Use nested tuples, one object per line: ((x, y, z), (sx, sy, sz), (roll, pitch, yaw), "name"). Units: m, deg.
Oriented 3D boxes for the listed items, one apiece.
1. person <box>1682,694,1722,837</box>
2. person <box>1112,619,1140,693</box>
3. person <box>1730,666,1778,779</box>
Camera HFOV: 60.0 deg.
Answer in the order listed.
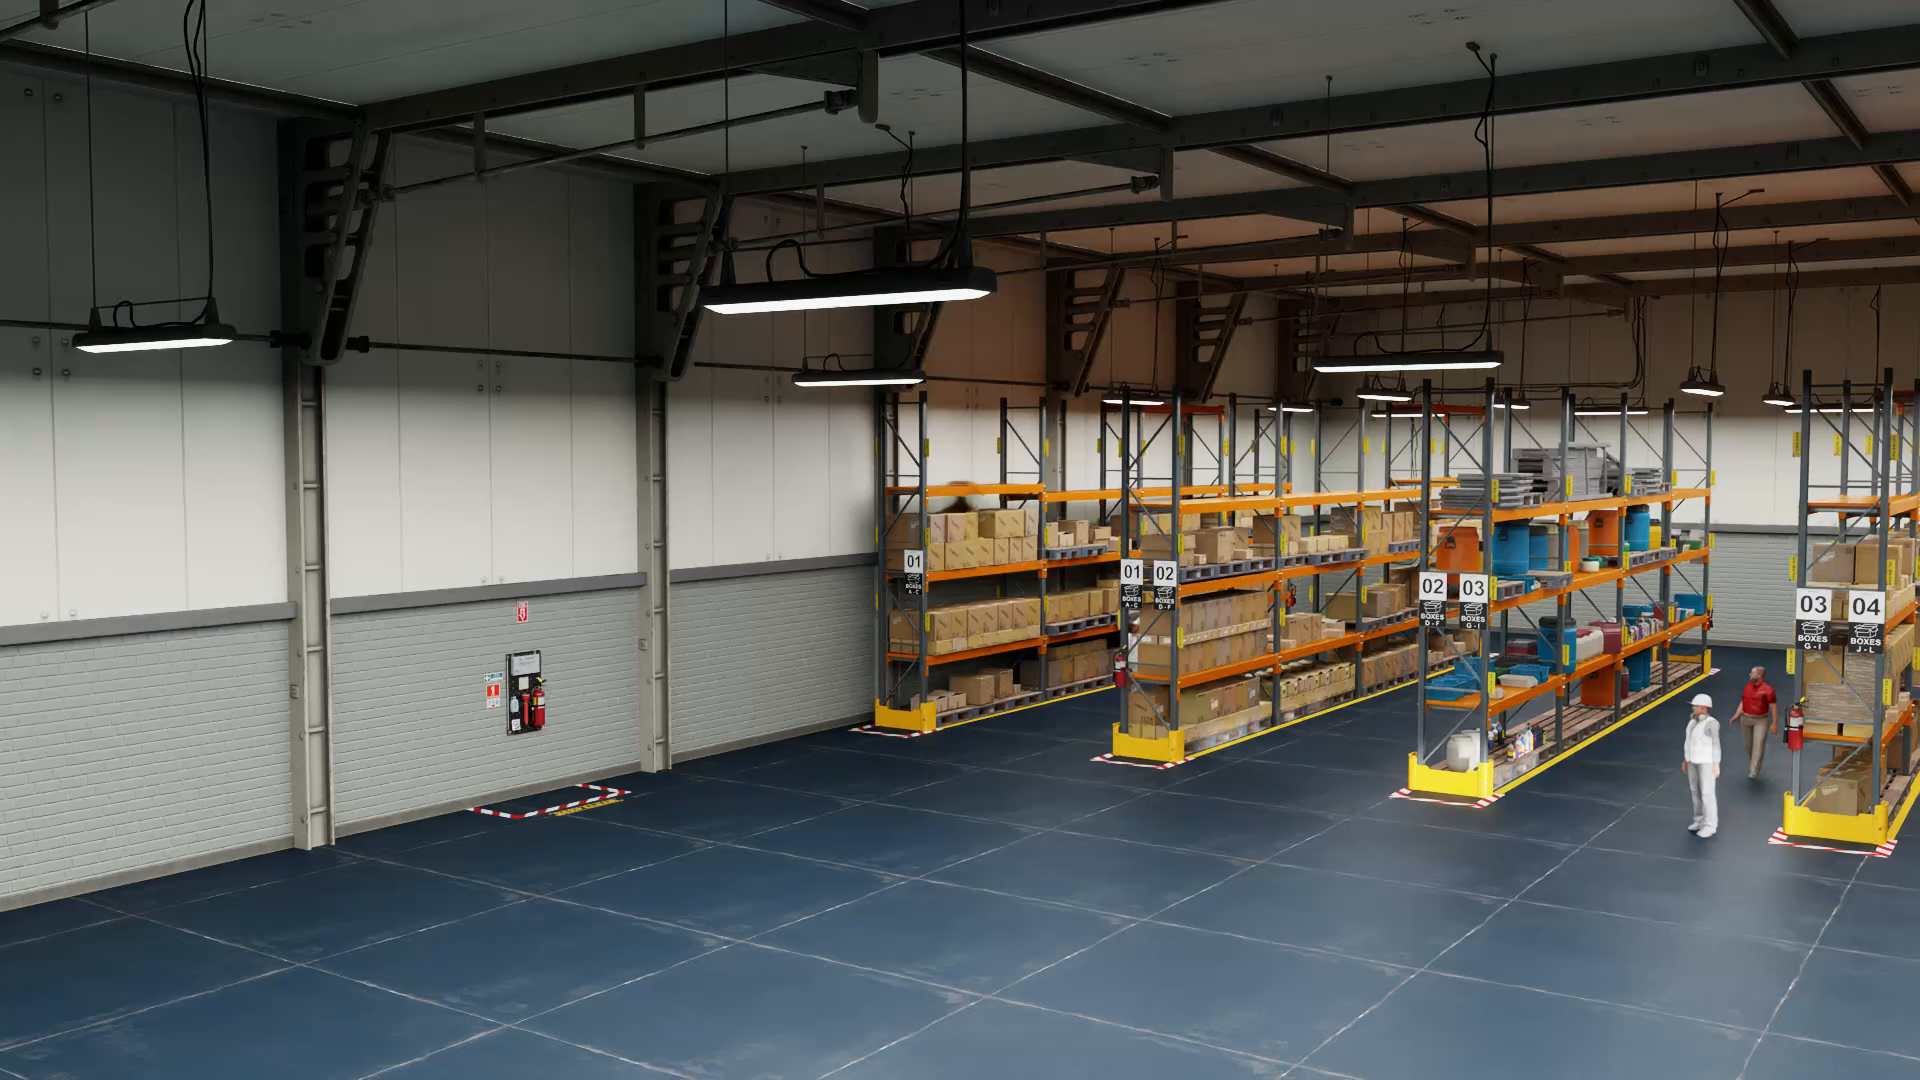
((9.649, 2.910, 21.673), (0.440, 1.785, 0.648), (-1, 3, -13), "person")
((3.237, 2.375, 31.538), (0.666, 1.722, 1.009), (2, 4, 27), "person")
((12.045, 2.757, 25.224), (0.663, 1.682, 0.999), (3, 4, 41), "person")
